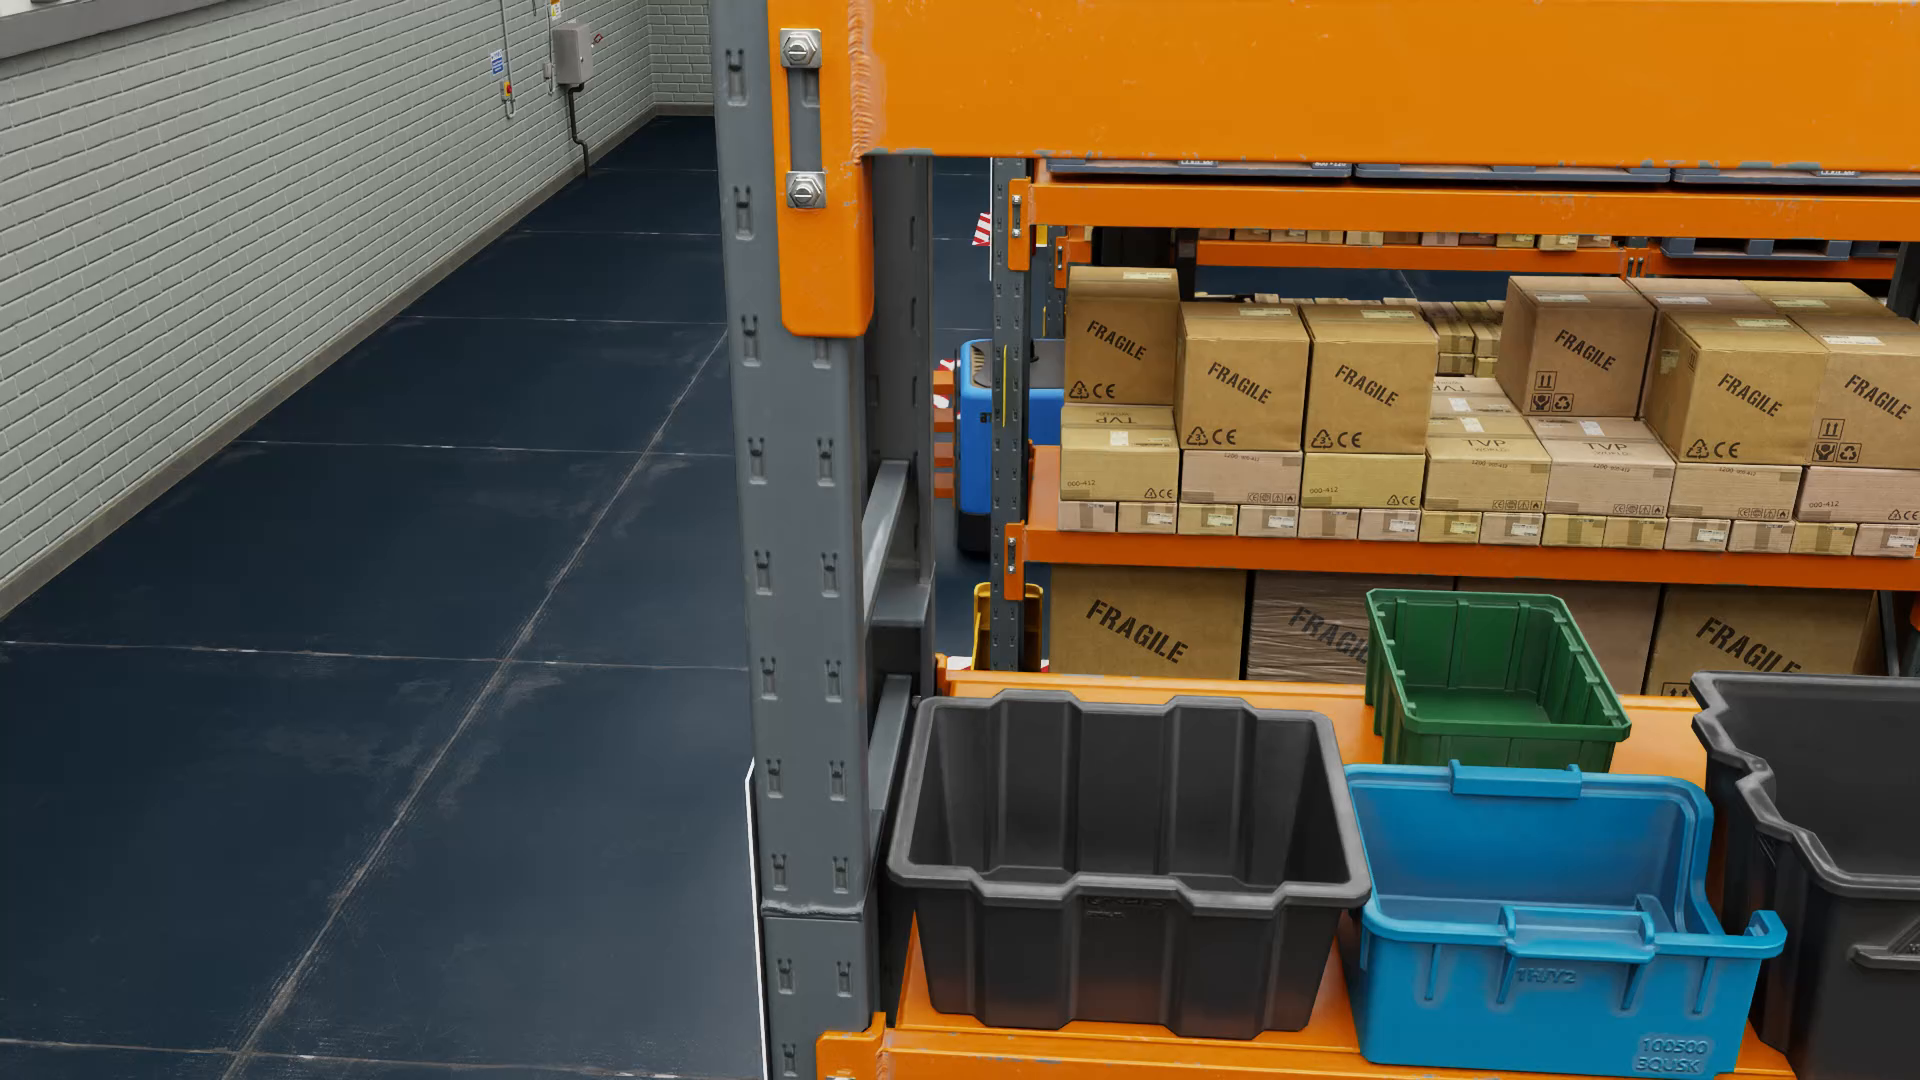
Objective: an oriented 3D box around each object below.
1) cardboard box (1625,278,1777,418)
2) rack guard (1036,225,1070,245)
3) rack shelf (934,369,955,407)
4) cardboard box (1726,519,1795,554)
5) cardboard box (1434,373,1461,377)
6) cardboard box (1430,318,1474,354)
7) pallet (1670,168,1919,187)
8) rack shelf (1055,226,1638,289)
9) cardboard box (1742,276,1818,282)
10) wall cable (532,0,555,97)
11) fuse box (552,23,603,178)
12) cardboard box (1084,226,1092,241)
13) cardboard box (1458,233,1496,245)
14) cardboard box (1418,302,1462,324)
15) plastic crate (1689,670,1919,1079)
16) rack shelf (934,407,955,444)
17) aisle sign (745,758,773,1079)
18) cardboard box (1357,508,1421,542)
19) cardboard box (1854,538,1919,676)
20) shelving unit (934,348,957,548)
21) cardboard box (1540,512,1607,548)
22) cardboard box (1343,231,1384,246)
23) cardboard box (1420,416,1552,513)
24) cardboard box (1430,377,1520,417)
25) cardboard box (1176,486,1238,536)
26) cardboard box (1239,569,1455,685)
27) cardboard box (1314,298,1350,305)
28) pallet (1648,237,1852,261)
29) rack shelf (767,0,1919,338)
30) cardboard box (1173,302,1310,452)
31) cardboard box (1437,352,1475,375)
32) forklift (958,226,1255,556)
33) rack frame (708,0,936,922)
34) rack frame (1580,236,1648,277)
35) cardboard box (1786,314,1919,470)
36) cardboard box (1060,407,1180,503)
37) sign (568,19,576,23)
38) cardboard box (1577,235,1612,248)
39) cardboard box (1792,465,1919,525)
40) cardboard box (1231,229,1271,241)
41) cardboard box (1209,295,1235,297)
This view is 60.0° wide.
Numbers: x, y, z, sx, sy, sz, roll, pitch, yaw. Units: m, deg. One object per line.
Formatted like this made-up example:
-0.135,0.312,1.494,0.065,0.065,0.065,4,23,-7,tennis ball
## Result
3.274,-0.862,7.461,0.500,0.500,0.500,2,25,4,cardboard box
0.969,-3.437,17.121,0.348,0.500,1.175,2,25,4,rack guard
-0.270,-0.901,9.832,0.480,0.148,0.258,0,25,0,rack shelf
3.381,-0.089,7.155,0.250,0.149,0.380,1,25,3,cardboard box
3.512,-1.227,12.237,0.250,0.149,0.380,1,25,3,cardboard box
3.569,-1.484,12.082,0.250,0.149,0.380,3,25,6,cardboard box
3.408,-1.666,6.801,1.213,0.211,1.003,2,25,4,pallet
2.709,-2.115,12.118,4.000,0.370,1.077,2,25,4,rack shelf
5.977,-1.833,12.236,0.500,0.250,0.500,3,25,6,cardboard box
-4.534,-5.795,18.041,0.122,1.984,0.588,2,25,4,wall cable
-4.325,-5.028,19.130,0.414,1.711,0.539,2,25,4,fuse box
1.013,-2.244,11.839,0.250,0.149,0.380,2,25,4,cardboard box
3.622,-2.208,11.761,0.250,0.149,0.380,1,25,3,cardboard box
3.588,-1.661,12.467,0.250,0.149,0.380,1,25,3,cardboard box
1.357,0.452,2.165,0.767,0.338,0.504,2,25,4,plastic crate
-0.270,-0.686,9.931,0.480,0.148,0.258,0,25,0,rack shelf
-0.239,0.563,2.327,0.004,0.787,0.394,2,25,4,aisle sign
1.845,-0.138,7.263,0.250,0.149,0.380,2,25,3,cardboard box
4.862,0.473,7.673,0.875,0.875,1.225,2,25,4,cardboard box
-0.270,-0.544,9.996,0.503,1.200,0.258,0,25,0,shelving unit
2.612,-0.113,7.209,0.250,0.149,0.380,1,25,3,cardboard box
2.836,-2.195,11.732,0.250,0.149,0.380,2,25,5,cardboard box
2.232,-0.335,7.212,0.500,0.250,0.500,1,25,3,cardboard box
2.271,-0.556,7.693,0.500,0.250,0.500,2,25,4,cardboard box
1.074,-0.163,7.316,0.250,0.149,0.380,1,25,3,cardboard box
1.786,0.349,7.942,0.875,0.875,0.875,2,25,4,cardboard box
2.819,-1.701,12.555,0.250,0.149,0.380,2,25,4,cardboard box
5.454,-2.205,11.683,1.213,0.211,1.003,2,25,4,pallet
1.849,-0.530,1.975,4.000,0.370,1.077,2,25,4,rack shelf
1.191,-0.705,7.121,0.500,0.500,0.500,1,25,3,cardboard box
3.583,-1.339,12.125,0.250,0.149,0.380,2,25,4,cardboard box
1.505,-1.417,9.822,3.031,2.935,1.130,0,25,0,forklift
-0.145,-1.102,1.881,0.127,3.000,1.000,2,25,4,rack frame
4.703,-2.377,11.828,0.127,3.000,1.000,2,25,4,rack frame
3.744,-0.624,6.945,0.500,0.500,0.500,3,25,6,cardboard box
0.692,-0.380,7.312,0.500,0.250,0.500,1,25,3,cardboard box
-4.493,-5.783,19.342,0.001,0.494,0.329,2,25,4,sign
4.400,-2.175,11.689,0.250,0.149,0.380,2,25,3,cardboard box
3.762,-0.285,7.105,0.500,0.250,0.500,1,25,3,cardboard box
2.071,-2.252,11.857,0.250,0.149,0.380,2,25,3,cardboard box
2.030,-1.738,12.635,0.250,0.149,0.380,1,25,2,cardboard box
